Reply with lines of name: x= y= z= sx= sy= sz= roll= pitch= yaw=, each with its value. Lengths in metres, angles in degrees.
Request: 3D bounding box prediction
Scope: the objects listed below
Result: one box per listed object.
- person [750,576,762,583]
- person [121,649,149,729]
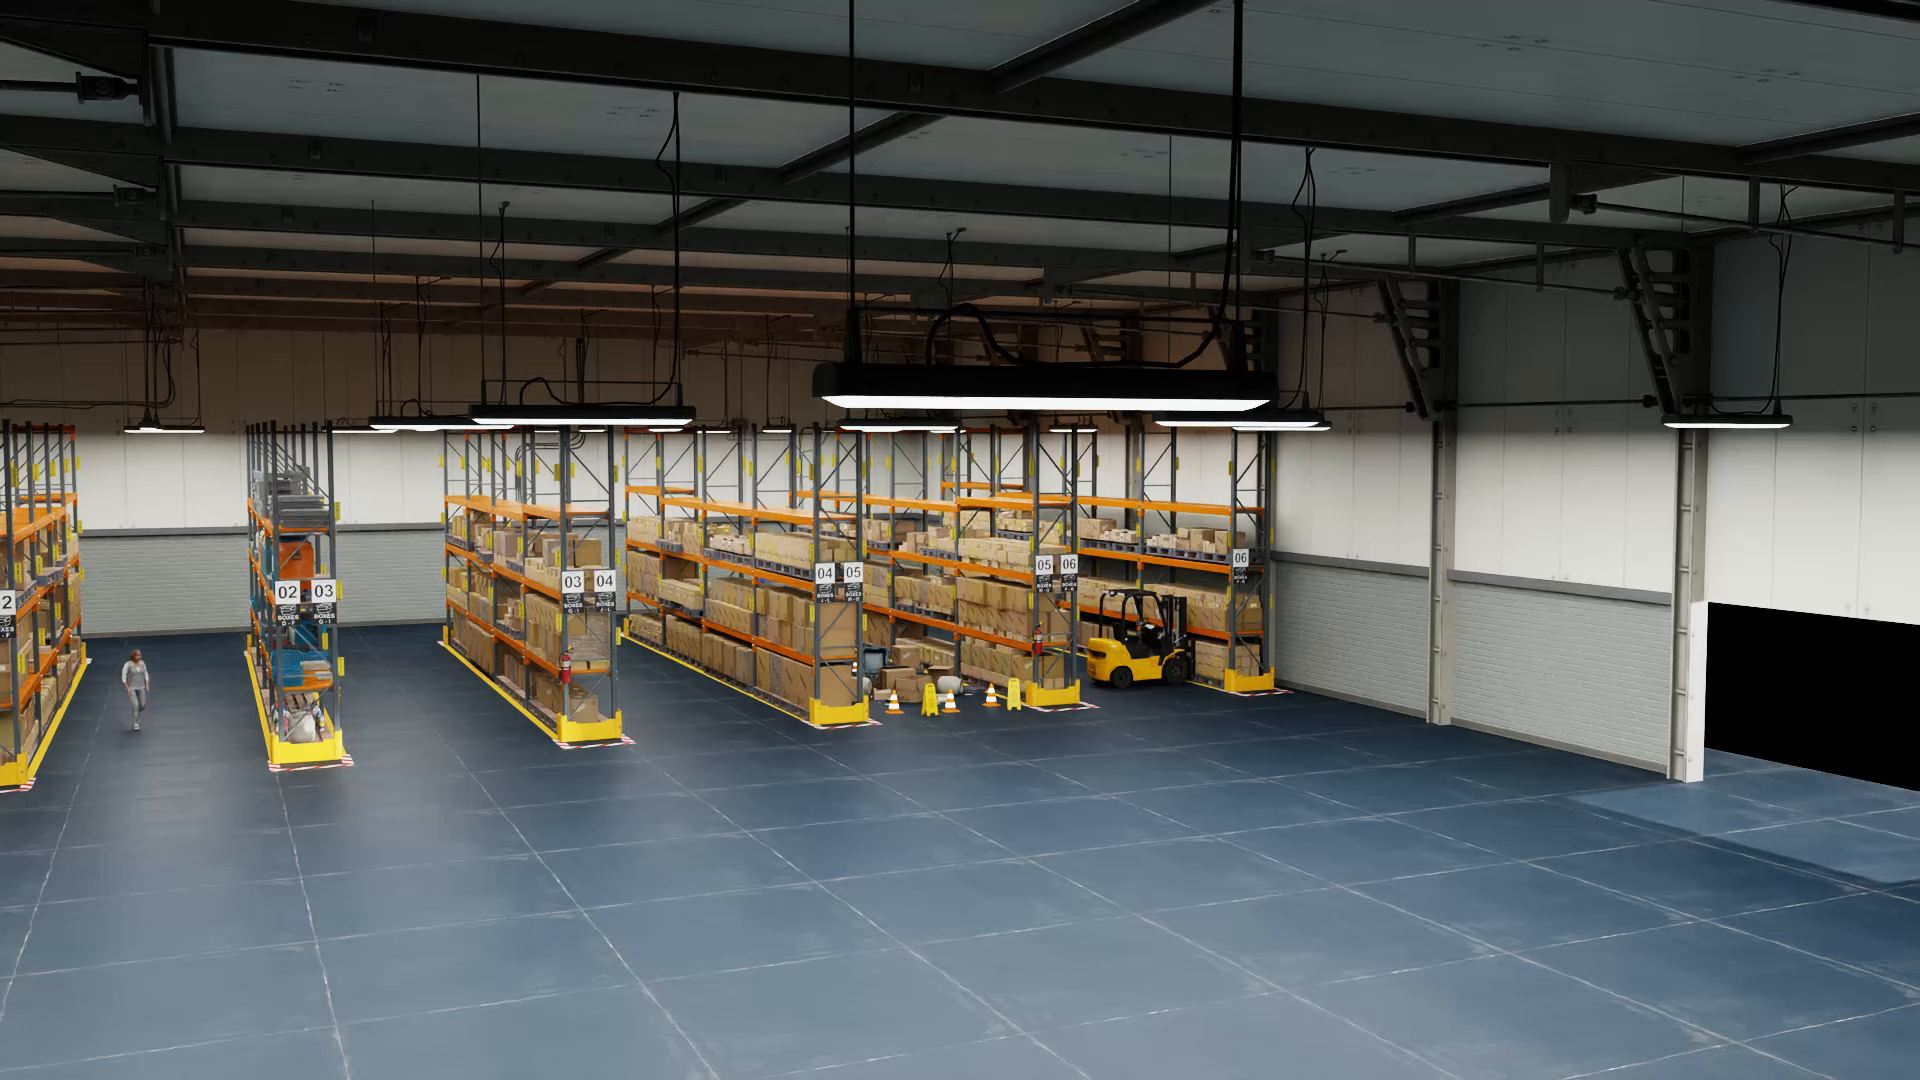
person: x=-6.432 y=1.646 z=52.102 sx=0.512 sy=1.697 sz=0.477 roll=3 pitch=5 yaw=44
person: x=-16.174 y=2.910 z=32.594 sx=0.515 sy=1.559 sz=0.545 roll=-3 pitch=5 yaw=-43
